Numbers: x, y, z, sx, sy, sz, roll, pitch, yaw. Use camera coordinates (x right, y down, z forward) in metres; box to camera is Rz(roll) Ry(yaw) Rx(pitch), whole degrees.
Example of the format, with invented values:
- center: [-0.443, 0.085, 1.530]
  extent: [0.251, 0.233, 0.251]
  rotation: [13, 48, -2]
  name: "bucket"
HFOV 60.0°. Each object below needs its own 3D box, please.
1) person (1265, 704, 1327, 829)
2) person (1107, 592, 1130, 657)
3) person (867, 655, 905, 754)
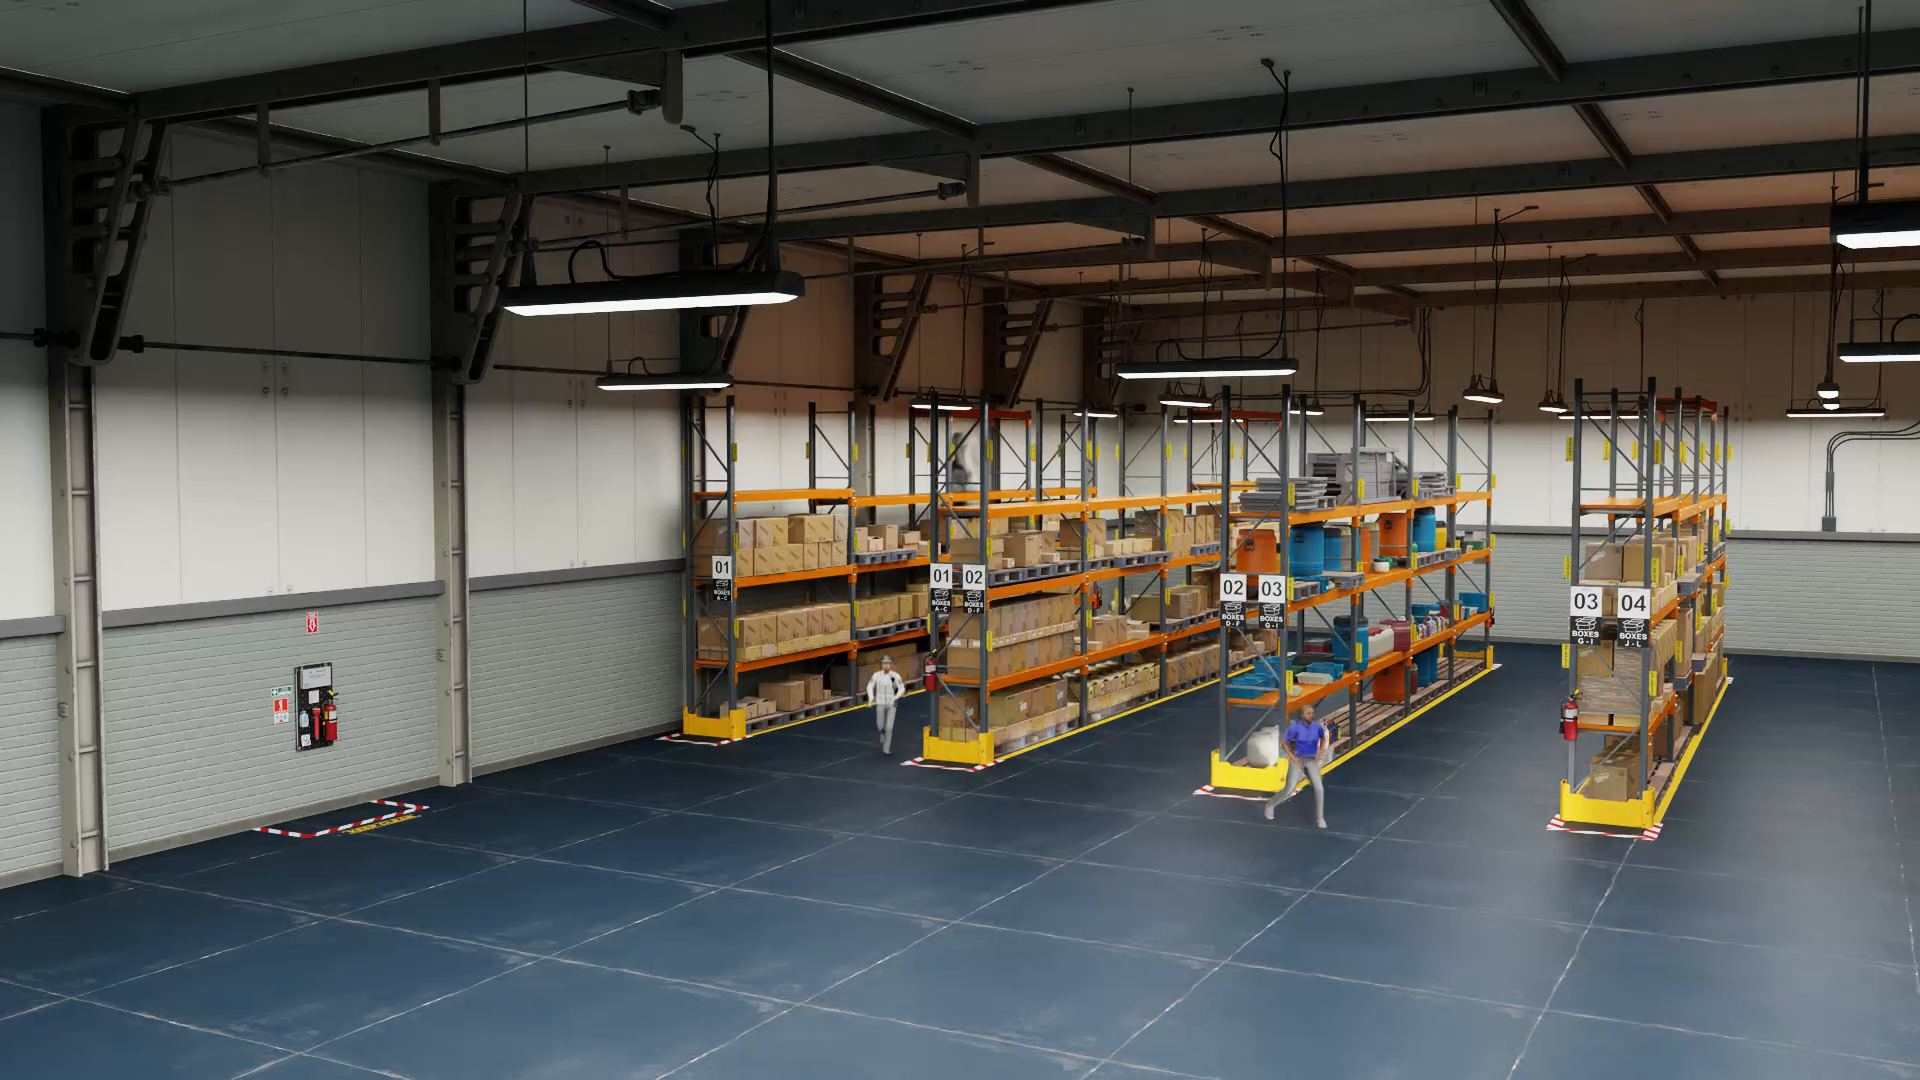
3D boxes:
- center: [4.574, 3.034, 22.389]
  extent: [0.822, 1.656, 0.707]
  rotation: [-1, 3, -16]
  name: "person"
- center: [3.872, 2.039, 40.745]
  extent: [0.579, 1.632, 0.694]
  rotation: [1, 3, 20]
  name: "person"
- center: [-1.232, 2.725, 27.733]
  extent: [0.639, 1.641, 0.587]
  rotation: [0, 3, 1]
  name: "person"
